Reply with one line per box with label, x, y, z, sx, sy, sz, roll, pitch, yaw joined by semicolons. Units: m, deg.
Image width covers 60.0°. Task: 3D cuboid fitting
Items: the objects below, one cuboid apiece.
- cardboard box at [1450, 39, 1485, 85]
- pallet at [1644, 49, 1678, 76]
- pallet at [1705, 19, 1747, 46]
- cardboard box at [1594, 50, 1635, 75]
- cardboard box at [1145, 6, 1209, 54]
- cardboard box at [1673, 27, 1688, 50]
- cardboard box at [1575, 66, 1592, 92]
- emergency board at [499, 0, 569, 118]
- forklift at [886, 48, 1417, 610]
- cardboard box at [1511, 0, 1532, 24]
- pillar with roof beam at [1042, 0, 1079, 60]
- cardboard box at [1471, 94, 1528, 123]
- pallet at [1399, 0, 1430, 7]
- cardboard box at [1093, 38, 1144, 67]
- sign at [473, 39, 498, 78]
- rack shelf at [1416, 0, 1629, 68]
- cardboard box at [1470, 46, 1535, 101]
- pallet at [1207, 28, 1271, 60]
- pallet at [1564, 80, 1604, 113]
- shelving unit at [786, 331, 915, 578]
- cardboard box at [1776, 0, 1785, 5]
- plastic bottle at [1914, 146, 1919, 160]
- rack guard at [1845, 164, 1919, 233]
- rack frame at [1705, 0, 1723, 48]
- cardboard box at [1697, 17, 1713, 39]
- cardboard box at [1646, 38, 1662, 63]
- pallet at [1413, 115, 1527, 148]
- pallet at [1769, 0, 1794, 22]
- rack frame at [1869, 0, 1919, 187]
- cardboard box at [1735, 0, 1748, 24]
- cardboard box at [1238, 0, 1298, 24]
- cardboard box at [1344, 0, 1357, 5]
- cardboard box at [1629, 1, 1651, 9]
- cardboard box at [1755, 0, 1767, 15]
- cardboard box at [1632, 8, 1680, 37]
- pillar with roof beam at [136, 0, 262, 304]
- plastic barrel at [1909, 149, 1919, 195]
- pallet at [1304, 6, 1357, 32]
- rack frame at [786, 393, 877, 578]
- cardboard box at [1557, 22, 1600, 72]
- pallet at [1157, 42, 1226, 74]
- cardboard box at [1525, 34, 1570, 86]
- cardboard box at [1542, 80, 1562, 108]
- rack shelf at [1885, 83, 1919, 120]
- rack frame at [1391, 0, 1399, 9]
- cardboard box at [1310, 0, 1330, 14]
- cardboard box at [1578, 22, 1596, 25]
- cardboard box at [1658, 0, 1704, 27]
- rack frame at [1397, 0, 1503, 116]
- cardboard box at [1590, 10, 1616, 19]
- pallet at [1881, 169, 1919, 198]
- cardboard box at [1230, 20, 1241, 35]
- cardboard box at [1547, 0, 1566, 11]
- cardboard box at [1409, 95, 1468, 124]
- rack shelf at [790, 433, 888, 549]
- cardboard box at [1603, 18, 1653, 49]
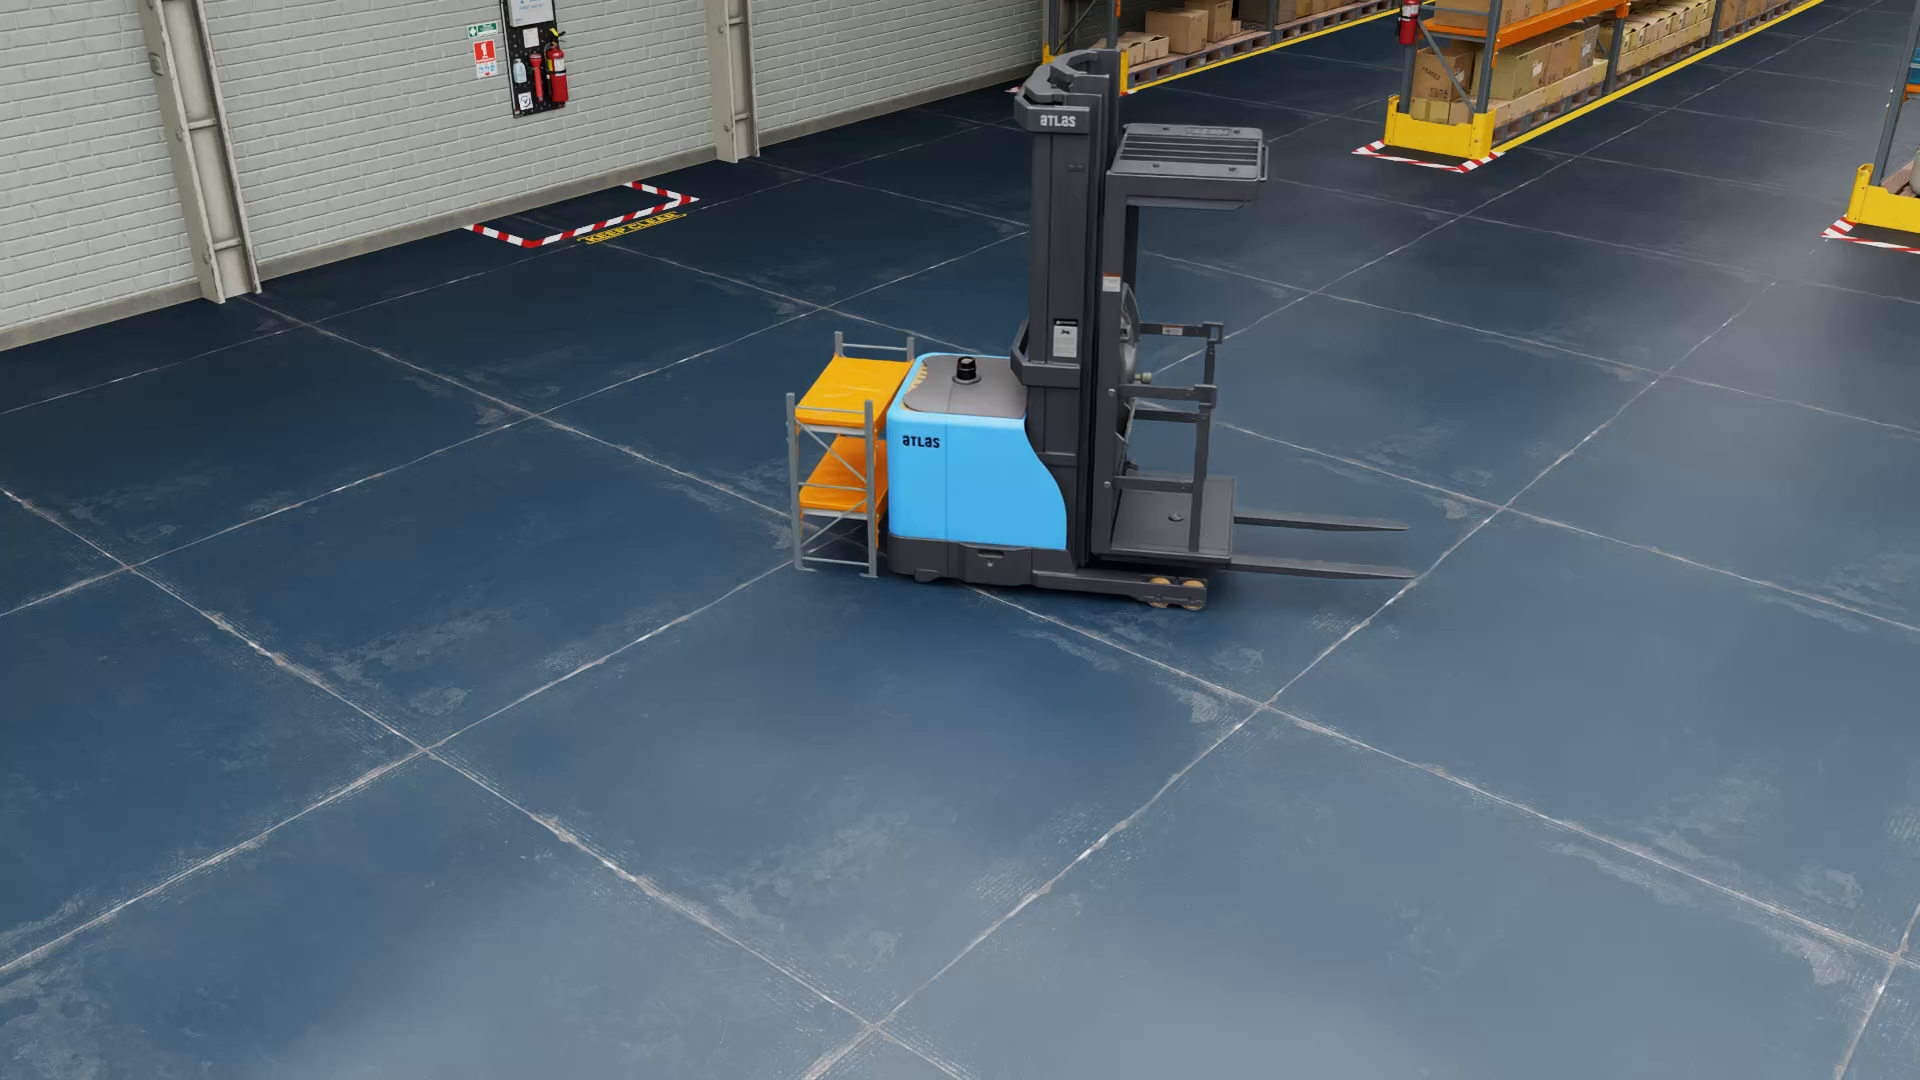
cardboard box;6.131;-5.696;19.715;0.500;0.500;0.500;21;34;34
pallet;9.153;-6.649;22.872;1.003;0.211;1.213;21;34;34
pallet;10.987;-7.613;24.737;1.003;0.211;1.213;21;34;34
cardboard box;8.386;-6.216;21.536;0.500;0.250;0.500;20;33;33
cardboard box;2.947;-6.960;22.681;0.700;0.500;0.500;18;33;31
cardboard box;9.689;-6.944;22.945;0.500;0.250;0.500;22;34;36
cardboard box;7.487;-5.742;20.621;0.500;0.250;0.500;21;34;34
emergency board;-4.070;-4.717;16.103;0.194;1.169;0.643;21;34;34
forklift;1.137;-1.166;9.314;3.031;2.935;1.130;5;28;9
cardboard box;6.032;-6.155;18.775;0.700;0.500;0.500;22;34;36
pillar with roof beam;4.669;-9.116;18.077;9.100;9.000;0.400;21;34;34
cardboard box;6.222;-5.030;19.245;0.500;0.250;0.500;21;34;34
pallet;7.218;-9.064;27.540;1.003;0.211;1.213;21;34;34
cardboard box;2.079;-6.428;21.859;0.500;0.311;0.500;17;32;29
sign;-4.502;-4.567;15.774;0.001;0.329;0.234;21;34;34
rack shelf;6.667;-6.151;19.659;1.077;0.370;4.000;21;34;34
cardboard box;6.224;-5.363;19.072;0.500;0.500;0.500;21;34;34
pallet;3.714;-7.139;23.821;1.003;0.211;1.213;21;34;34
pallet;7.401;-5.672;20.984;1.003;0.211;1.213;21;34;34
shelving unit;-0.632;-0.533;10.057;0.538;1.125;1.048;6;28;11
cardboard box;12.614;-8.670;25.986;0.500;0.500;0.500;21;34;35
plastic bottle;10.044;-4.045;17.370;0.097;0.201;0.097;0;27;0
rack guard;9.226;-3.243;15.975;1.175;0.500;0.348;21;34;34
rack frame;10.483;-8.598;23.606;1.000;3.000;0.127;21;34;34
cardboard box;10.337;-7.306;23.643;0.500;0.250;0.500;22;34;36
cardboard box;9.040;-6.581;22.242;0.500;0.250;0.500;20;33;33
pallet;5.849;-4.807;19.311;1.003;0.211;1.213;21;34;34
pallet;12.539;-8.478;26.409;1.003;0.211;1.213;21;34;34
rack frame;9.214;-4.313;15.322;1.000;3.000;0.127;21;34;34
cardboard box;11.322;-7.948;24.592;0.500;0.500;0.500;19;33;33
cardboard box;4.569;-7.977;24.648;0.700;0.500;0.500;22;35;36
cardboard box;5.823;-8.711;26.065;0.700;0.500;0.500;21;34;34
cardboard box;9.269;-7.344;23.106;0.500;0.311;0.500;20;33;33
cardboard box;11.973;-8.311;25.293;0.500;0.500;0.500;19;33;33
cardboard box;9.371;-7.013;22.468;0.500;0.311;0.500;22;34;36
pillar with roof beam;-2.964;-4.861;9.853;9.100;9.000;0.400;21;34;34
plastic barrel;9.574;-3.650;16.291;0.421;0.512;0.421;0;27;0
pallet;5.384;-8.099;25.675;1.003;0.211;1.213;21;34;34
rack frame;-0.736;-0.305;9.615;0.500;1.125;0.032;6;28;11
cardboard box;7.485;-6.076;20.450;0.500;0.500;0.500;21;34;34
pallet;2.938;-6.705;22.981;1.003;0.211;1.213;21;34;34
cardboard box;6.863;-5.716;19.754;0.500;0.500;0.500;21;34;34
cardboard box;6.863;-5.383;19.927;0.500;0.250;0.500;21;34;34
rack shelf;10.486;-4.702;16.858;1.077;0.370;4.000;21;34;34
rack frame;6.658;-10.045;26.402;1.000;3.000;0.127;21;34;34
cardboard box;5.215;-8.344;25.357;0.700;0.500;0.500;21;34;35
cardboard box;7.975;-6.622;21.710;0.500;0.311;0.500;21;34;34
cardboard box;10.014;-7.369;23.154;0.500;0.311;0.500;20;34;34
rack frame;5.394;-5.762;18.123;1.000;3.000;0.127;21;34;34
cardboard box;8.620;-6.984;22.411;0.500;0.311;0.500;21;34;34
pallet;9.747;-3.401;16.595;1.003;0.211;1.213;21;34;34
cardboard box;3.797;-7.365;23.827;0.380;0.166;0.250;16;31;28
cardboard box;6.684;-6.518;19.475;0.700;0.500;0.500;22;35;36
cardboard box;5.508;-5.003;19.193;0.500;0.250;0.500;21;34;34
rack shelf;-0.632;-0.316;10.169;0.538;0.278;1.000;6;28;11
cardboard box;8.716;-6.644;21.753;0.500;0.311;0.500;20;34;34
